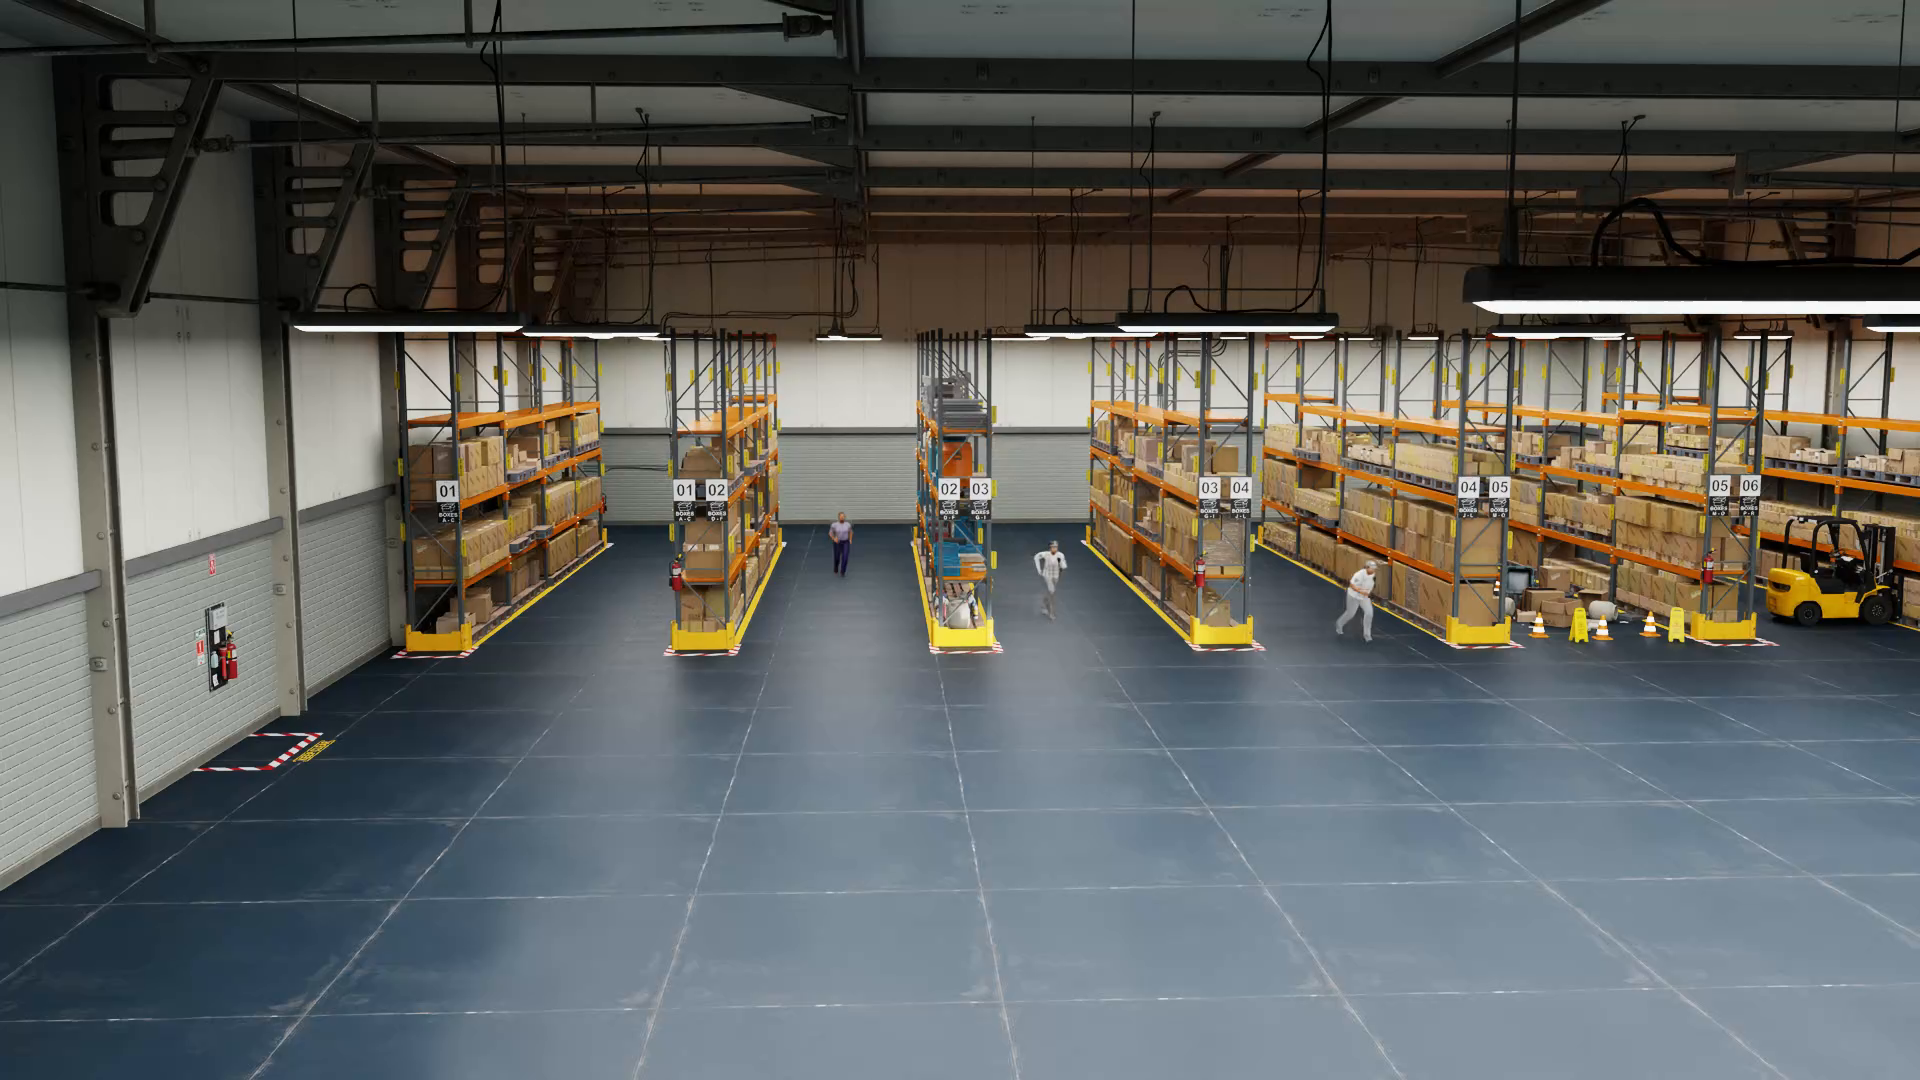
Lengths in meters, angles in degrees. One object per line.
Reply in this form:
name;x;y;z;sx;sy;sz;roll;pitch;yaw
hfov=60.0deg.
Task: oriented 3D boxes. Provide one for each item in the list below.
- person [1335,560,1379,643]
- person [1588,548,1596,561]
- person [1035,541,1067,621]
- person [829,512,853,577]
person;7.717;1.165;32.313;0.648;1.627;1.037;-5;8;-34
person;16.334;-0.224;43.432;0.569;1.696;0.851;-2;7;-15
person;1.888;0.816;34.762;0.605;1.677;0.889;-3;7;-20
person;-2.914;0.113;40.947;0.595;1.590;0.561;-1;7;-12
